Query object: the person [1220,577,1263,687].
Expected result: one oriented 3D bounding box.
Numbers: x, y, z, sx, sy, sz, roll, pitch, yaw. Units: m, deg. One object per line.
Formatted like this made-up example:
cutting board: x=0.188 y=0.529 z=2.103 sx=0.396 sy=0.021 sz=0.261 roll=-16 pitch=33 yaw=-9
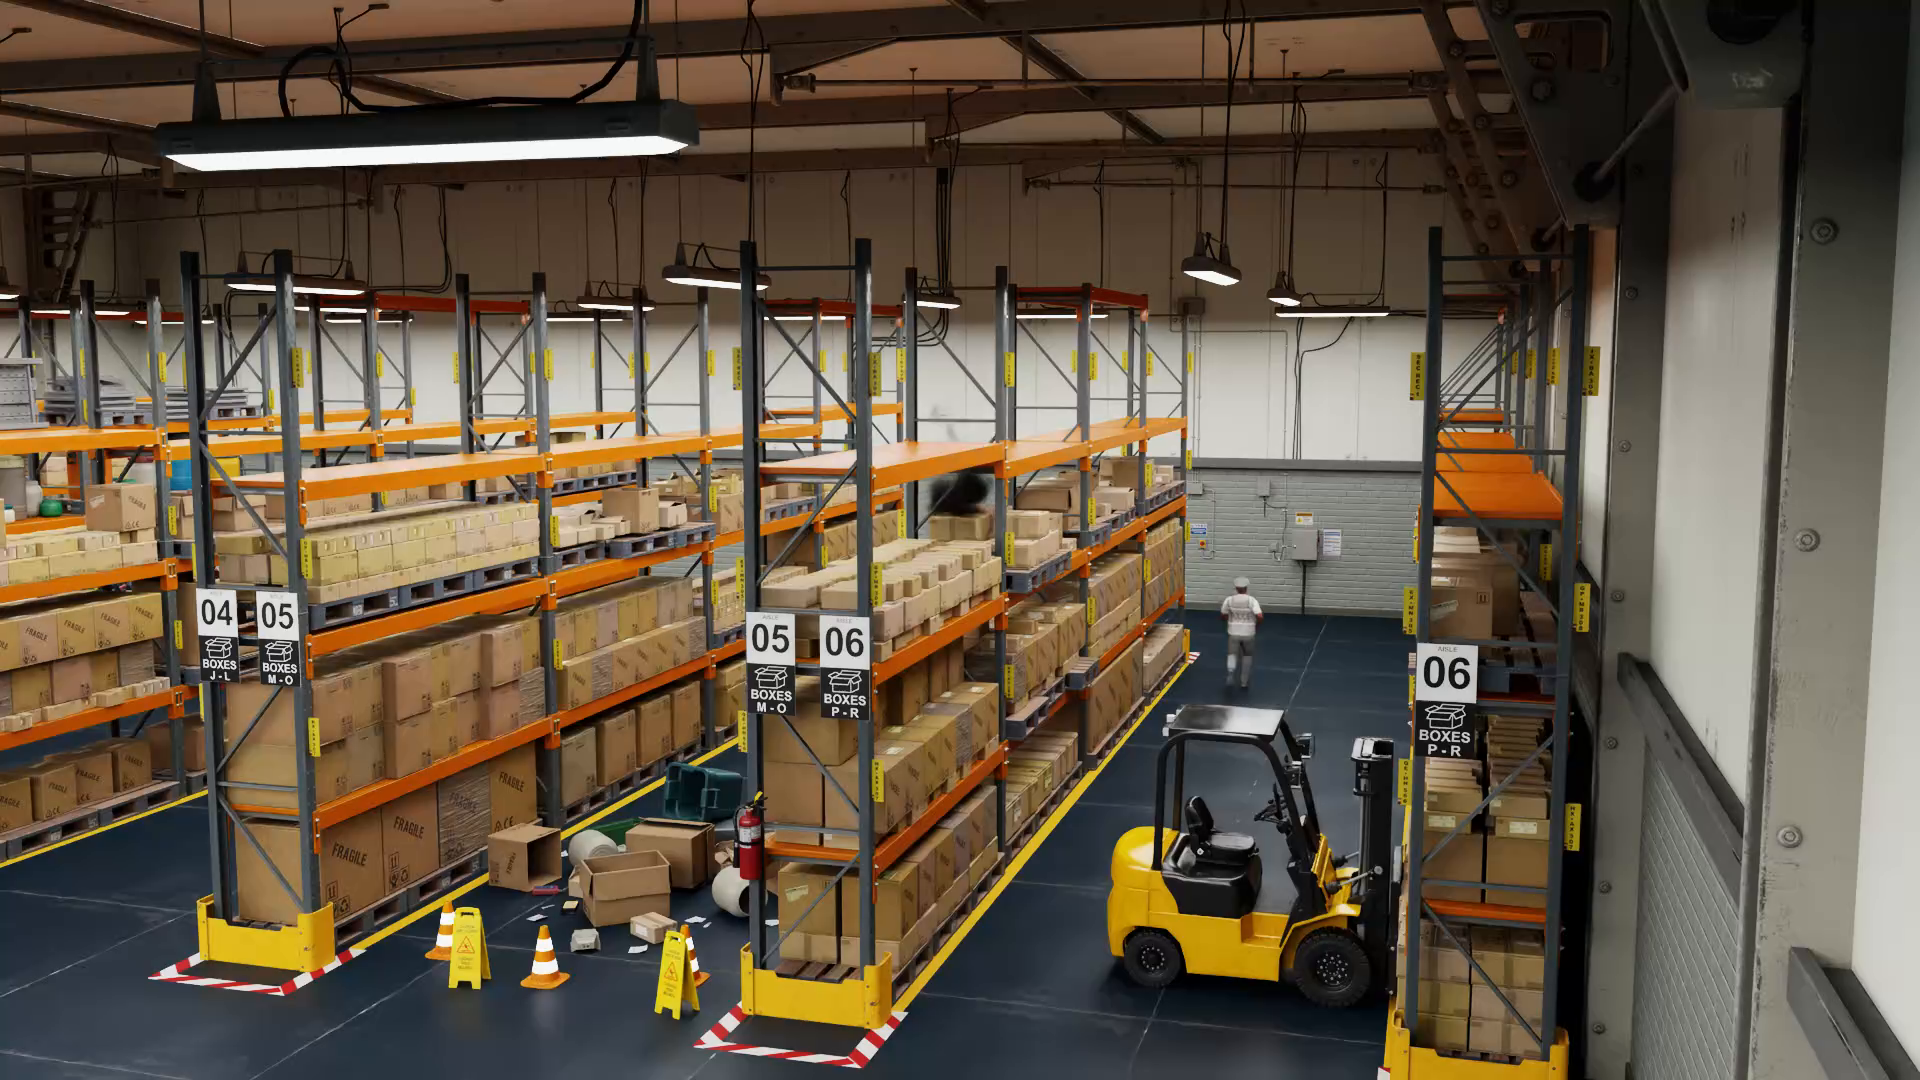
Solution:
person: x=4.342 y=1.432 z=25.643 sx=0.672 sy=1.741 sz=0.779 roll=2 pitch=7 yaw=17
